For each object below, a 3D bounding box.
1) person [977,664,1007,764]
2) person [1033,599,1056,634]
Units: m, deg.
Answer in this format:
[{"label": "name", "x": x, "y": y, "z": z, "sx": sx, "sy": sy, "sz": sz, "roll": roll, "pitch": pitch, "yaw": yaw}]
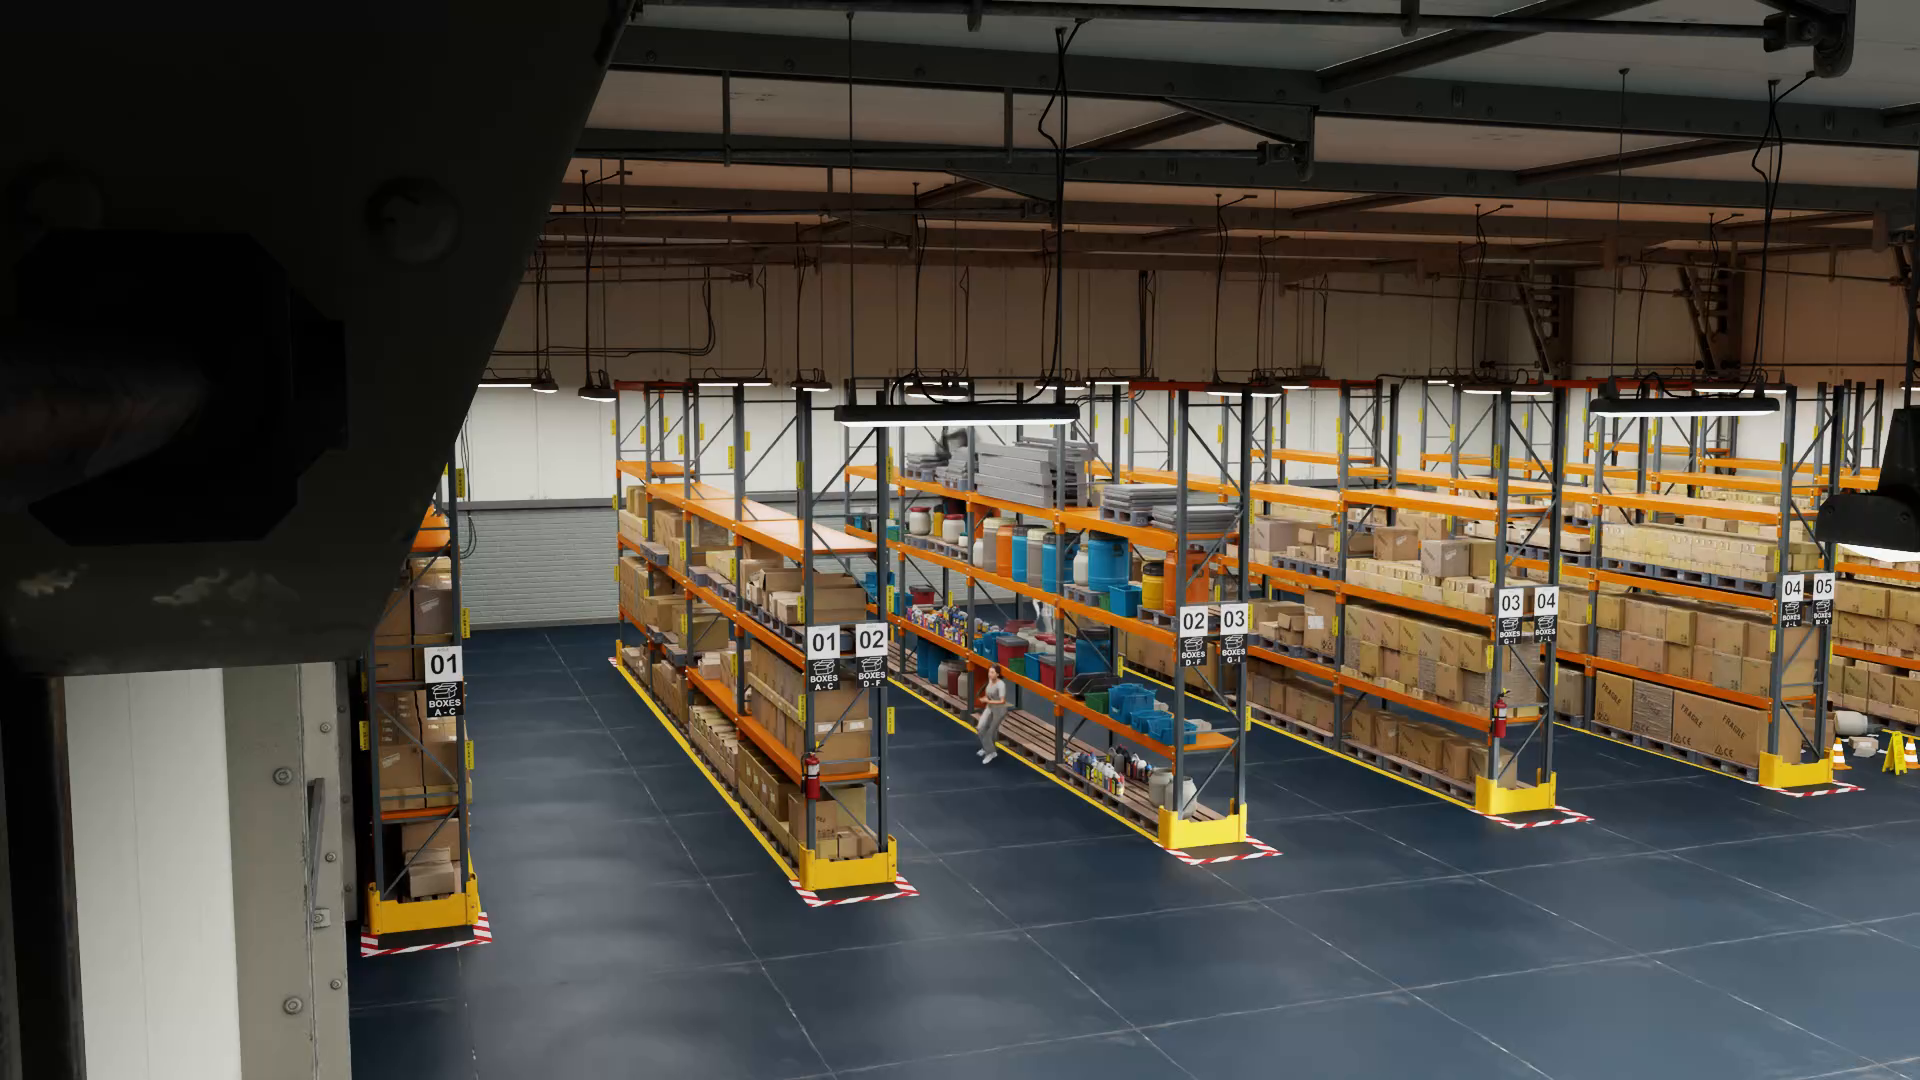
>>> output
[{"label": "person", "x": 0.514, "y": 2.726, "z": 26.466, "sx": 0.727, "sy": 1.585, "sz": 0.683, "roll": 5, "pitch": 8, "yaw": 37}, {"label": "person", "x": 1.912, "y": 1.638, "z": 35.159, "sx": 0.587, "sy": 1.695, "sz": 0.619, "roll": -3, "pitch": 7, "yaw": -24}]
